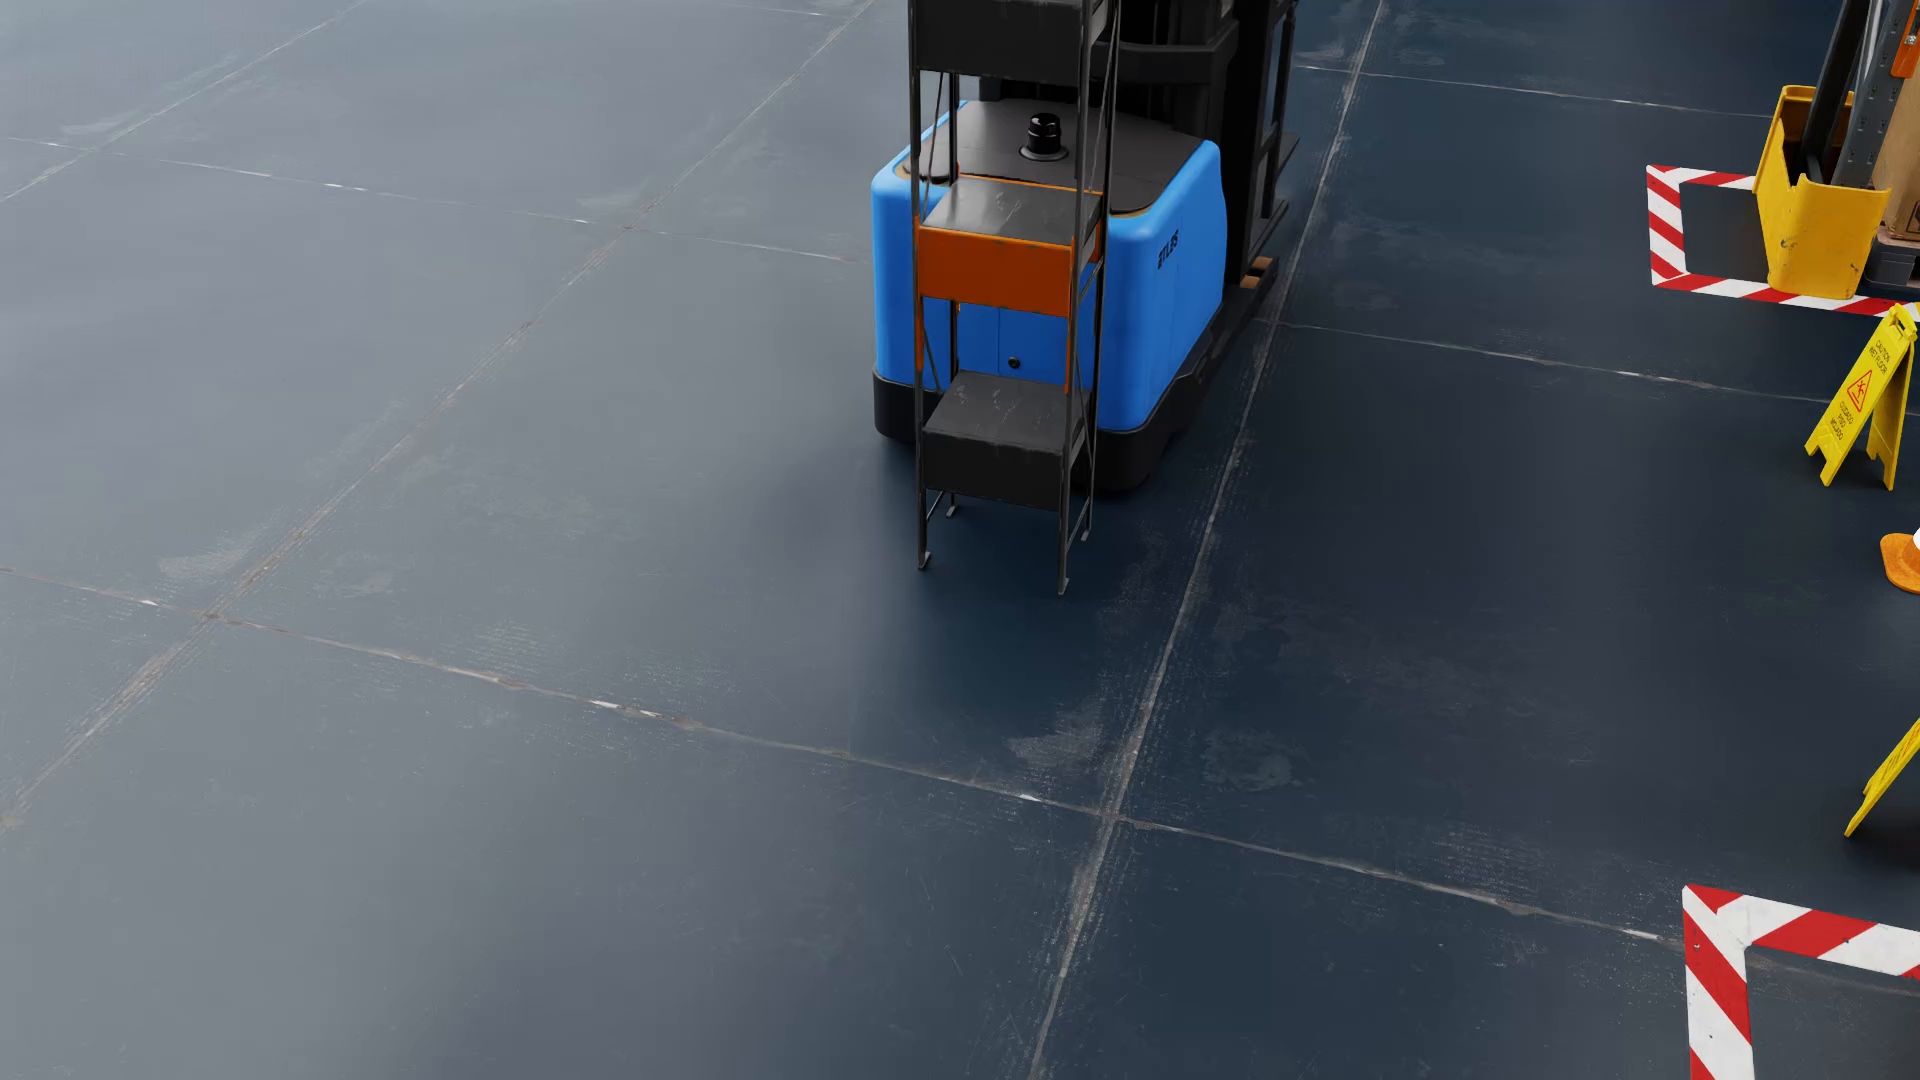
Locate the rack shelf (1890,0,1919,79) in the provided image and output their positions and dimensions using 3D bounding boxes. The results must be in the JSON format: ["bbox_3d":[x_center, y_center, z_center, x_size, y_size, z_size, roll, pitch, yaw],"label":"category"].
[{"bbox_3d":[5.786,-1.942,6.465,4.000,0.370,1.077,10,38,14],"label":"rack shelf"}]

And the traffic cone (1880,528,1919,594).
[{"bbox_3d":[3.299,-0.087,5.478,0.334,0.463,0.336,10,38,14],"label":"traffic cone"}]

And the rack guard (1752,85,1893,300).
[{"bbox_3d":[3.854,-1.583,7.479,0.348,0.500,1.175,10,38,14],"label":"rack guard"}]

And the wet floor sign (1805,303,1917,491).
[{"bbox_3d":[3.259,-0.522,5.915,0.232,0.644,0.267,4,37,6],"label":"wet floor sign"}]

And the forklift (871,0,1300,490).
[{"bbox_3d":[0.730,-2.224,6.299,1.130,2.935,3.031,14,39,19],"label":"forklift"}]

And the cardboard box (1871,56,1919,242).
[{"bbox_3d":[4.544,-1.816,7.125,0.875,0.875,0.875,11,38,14],"label":"cardboard box"}]

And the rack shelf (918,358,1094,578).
[{"bbox_3d":[0.158,-0.242,5.511,0.480,0.518,0.431,10,38,14],"label":"rack shelf"}]

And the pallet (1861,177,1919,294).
[{"bbox_3d":[4.663,-1.365,7.427,1.213,0.211,1.003,10,38,14],"label":"pallet"}]

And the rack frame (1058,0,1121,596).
[{"bbox_3d":[0.391,-0.773,5.029,0.015,2.100,0.400,10,38,14],"label":"rack frame"}]

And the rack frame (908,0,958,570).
[{"bbox_3d":[-0.075,-0.860,5.146,0.015,2.100,0.400,10,38,14],"label":"rack frame"}]

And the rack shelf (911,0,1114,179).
[{"bbox_3d":[0.158,-1.369,4.681,0.480,0.518,0.431,10,38,14],"label":"rack shelf"}]

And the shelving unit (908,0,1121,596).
[{"bbox_3d":[0.158,-0.816,5.088,0.503,2.100,0.431,10,38,14],"label":"shelving unit"}]

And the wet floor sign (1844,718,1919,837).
[{"bbox_3d":[2.635,0.542,4.469,0.232,0.644,0.267,24,43,29],"label":"wet floor sign"}]

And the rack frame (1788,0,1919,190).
[{"bbox_3d":[3.877,-2.585,6.732,0.127,3.000,1.000,10,38,14],"label":"rack frame"}]

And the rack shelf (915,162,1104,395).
[{"bbox_3d":[0.158,-0.805,5.096,0.480,0.518,0.431,10,38,14],"label":"rack shelf"}]
